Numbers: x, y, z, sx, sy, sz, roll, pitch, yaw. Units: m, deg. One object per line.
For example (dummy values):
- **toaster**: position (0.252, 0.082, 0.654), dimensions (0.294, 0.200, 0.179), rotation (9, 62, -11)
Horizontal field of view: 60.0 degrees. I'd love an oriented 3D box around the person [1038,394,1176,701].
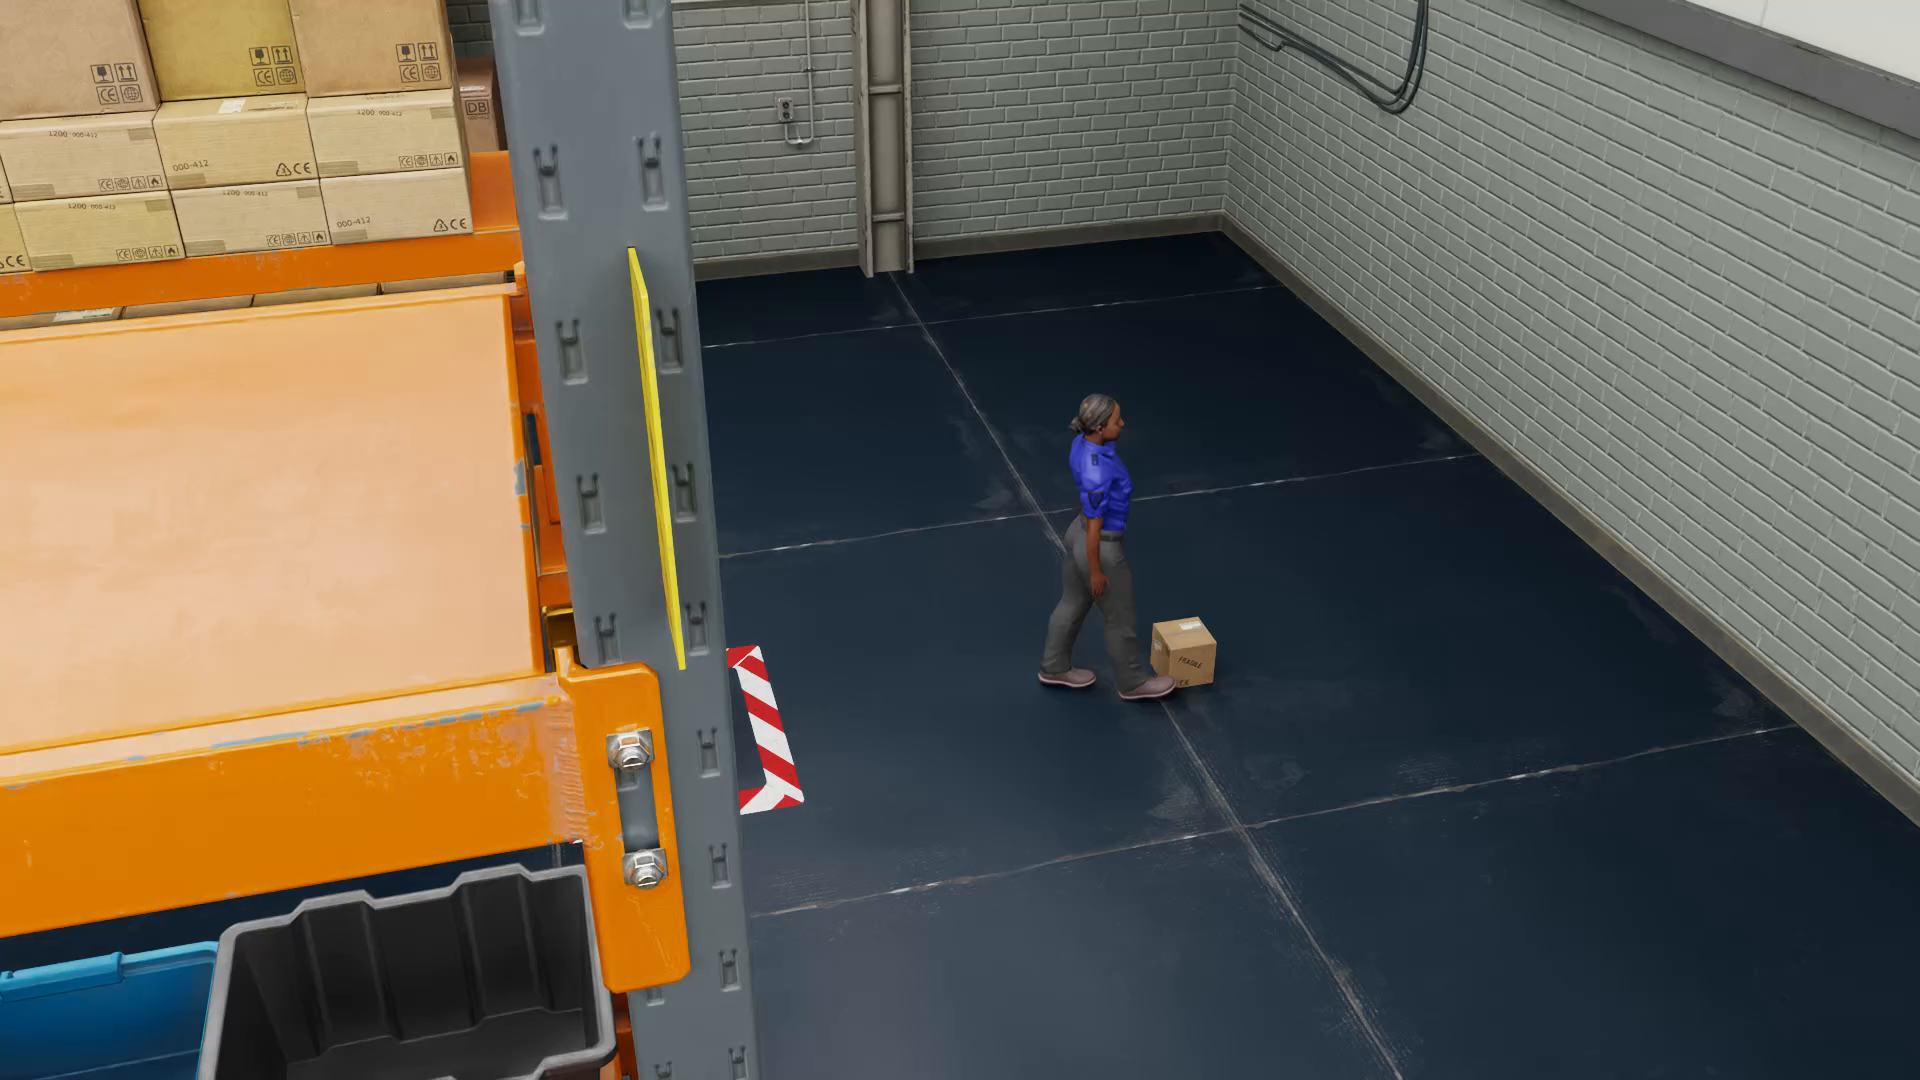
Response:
- **person**: position (0.743, 0.034, 8.068), dimensions (0.672, 1.646, 0.450), rotation (-5, 31, -8)
